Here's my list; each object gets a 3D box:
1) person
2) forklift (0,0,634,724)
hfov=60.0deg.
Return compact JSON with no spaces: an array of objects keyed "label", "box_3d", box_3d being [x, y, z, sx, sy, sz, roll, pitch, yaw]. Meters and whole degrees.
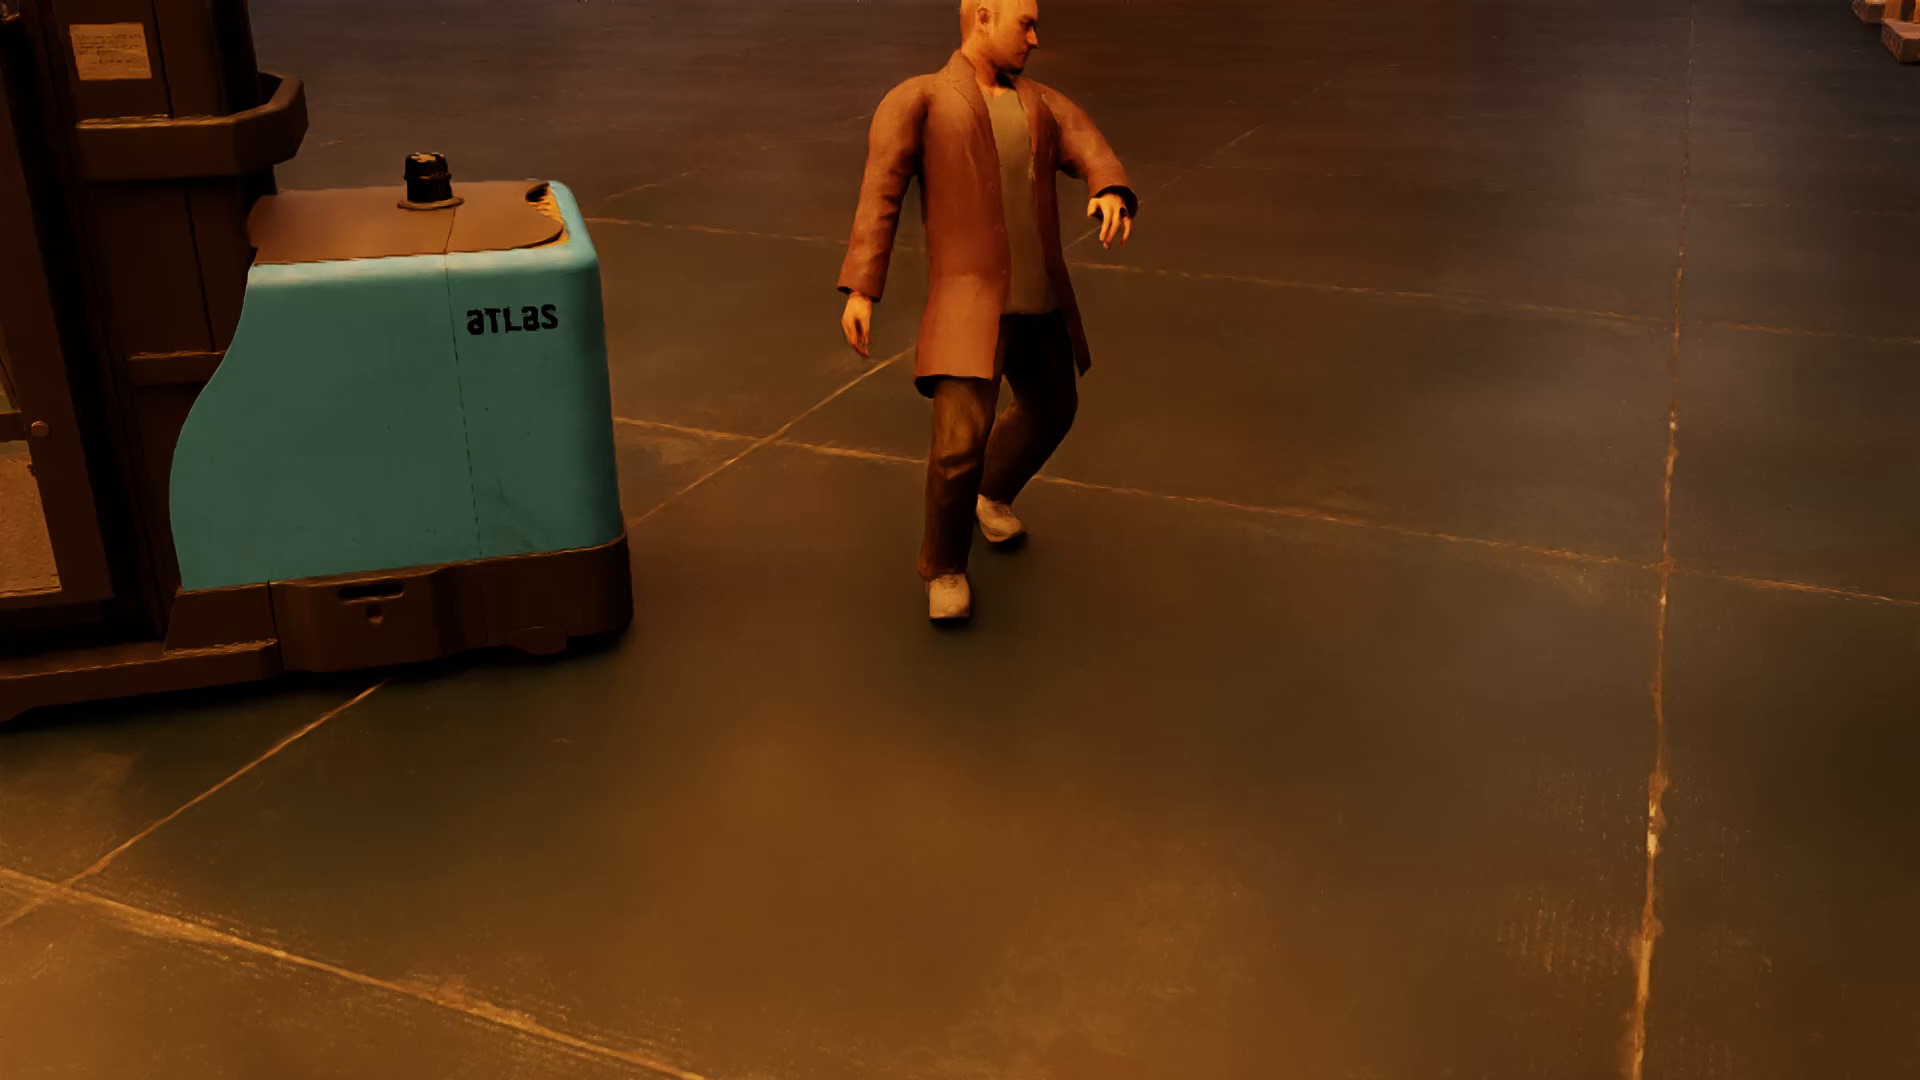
[{"label":"person","box_3d":[0.056,-0.635,4.468,0.804,1.654,0.927,-18,29,-36]},{"label":"forklift","box_3d":[-2.444,-1.083,3.884,3.031,2.935,1.130,-6,24,-15]}]
